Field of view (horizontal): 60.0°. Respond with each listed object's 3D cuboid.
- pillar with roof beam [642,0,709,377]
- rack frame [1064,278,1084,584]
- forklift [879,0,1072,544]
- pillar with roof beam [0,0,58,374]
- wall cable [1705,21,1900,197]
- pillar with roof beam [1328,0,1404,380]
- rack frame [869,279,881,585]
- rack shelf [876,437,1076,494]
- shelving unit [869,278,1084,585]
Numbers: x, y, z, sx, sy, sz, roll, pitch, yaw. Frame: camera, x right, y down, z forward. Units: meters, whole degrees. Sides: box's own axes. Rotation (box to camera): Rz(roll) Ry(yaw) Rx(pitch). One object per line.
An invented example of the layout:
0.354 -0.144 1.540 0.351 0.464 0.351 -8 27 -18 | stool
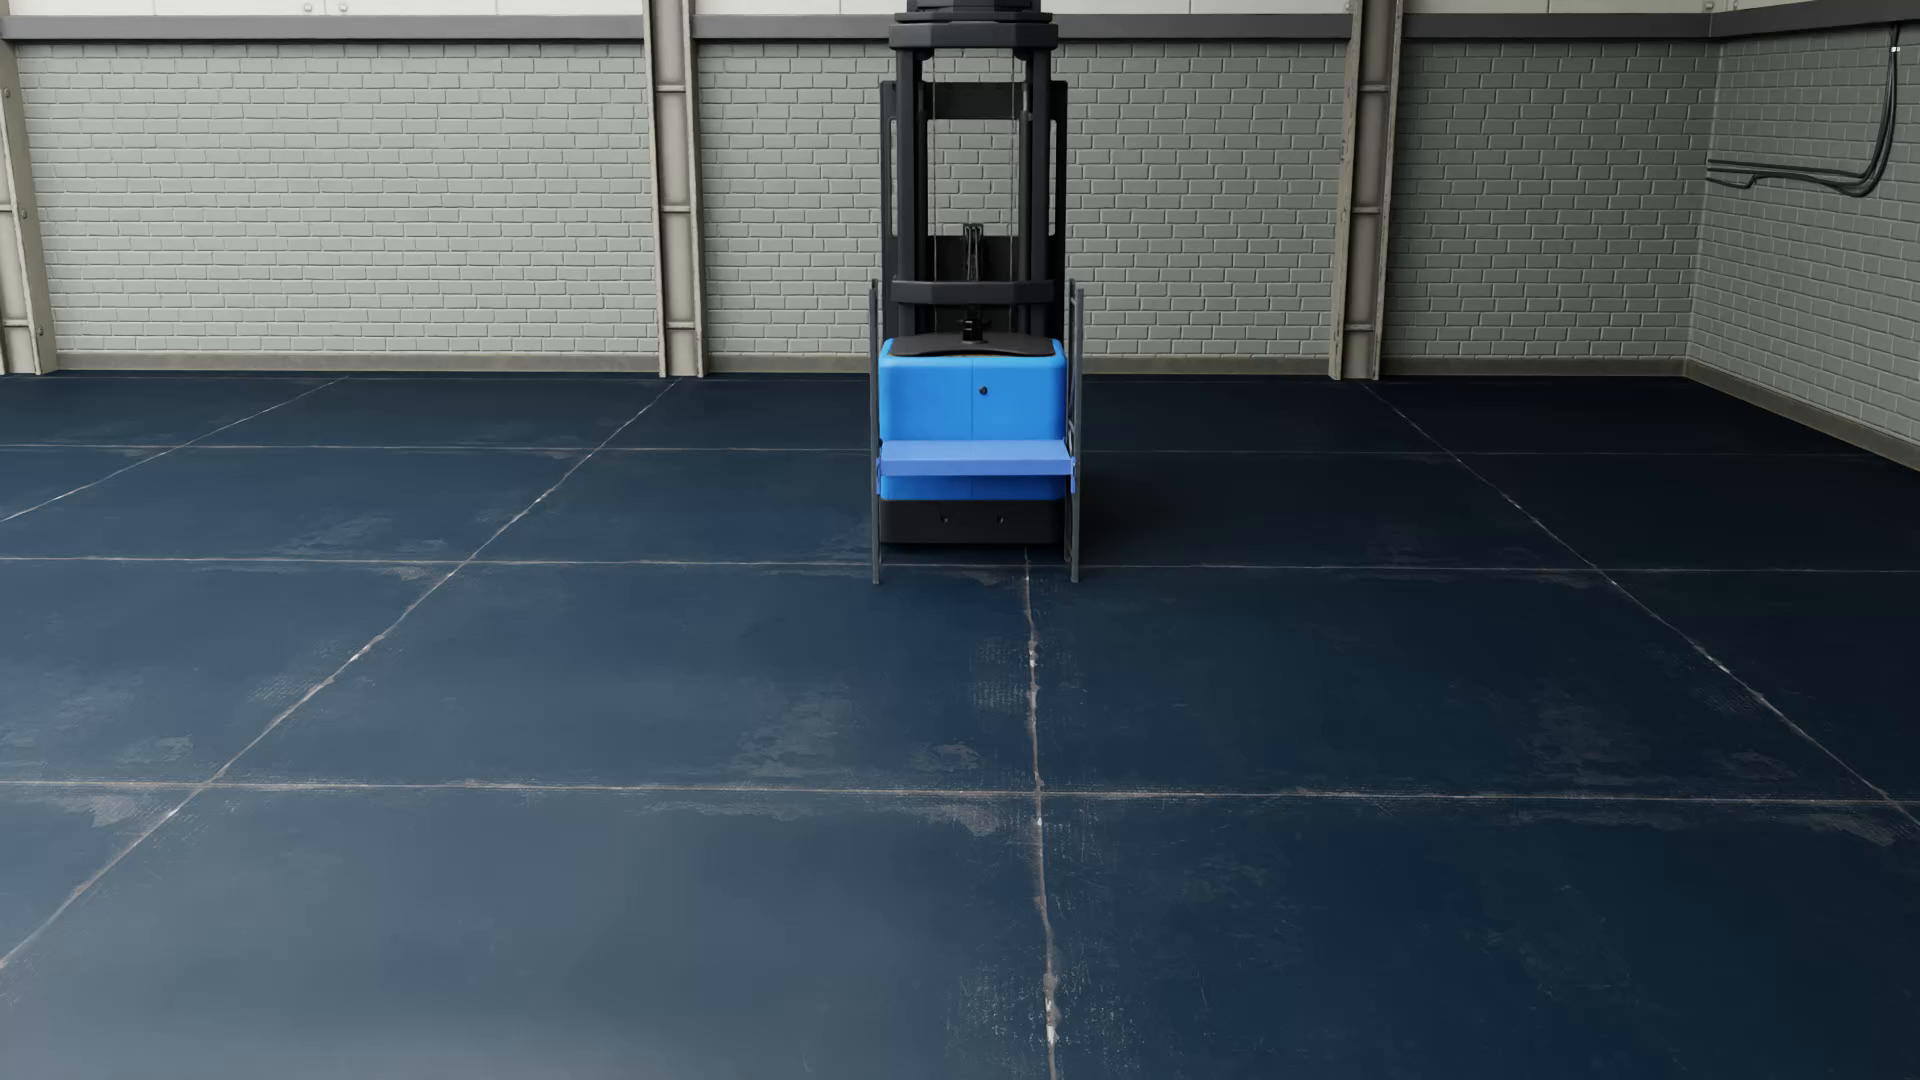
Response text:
-2.594 -4.748 9.697 0.400 9.000 9.100 0 15 1 | pillar with roof beam
0.583 -0.564 8.537 0.032 1.500 0.500 0 15 -1 | rack frame
0.082 -1.714 10.090 1.130 2.935 3.031 0 15 1 | forklift
-8.592 -4.787 9.845 0.400 9.000 9.100 0 15 1 | pillar with roof beam
6.426 -3.949 12.755 0.112 2.526 3.097 0 15 1 | wall cable
3.405 -4.709 9.549 0.400 9.000 9.100 0 15 1 | pillar with roof beam
-0.433 -0.558 8.515 0.032 1.500 0.500 0 15 -1 | rack frame
0.075 -0.387 8.572 1.000 0.185 0.538 0 15 -1 | rack shelf
0.075 -0.561 8.526 1.048 1.500 0.538 0 15 -1 | shelving unit
